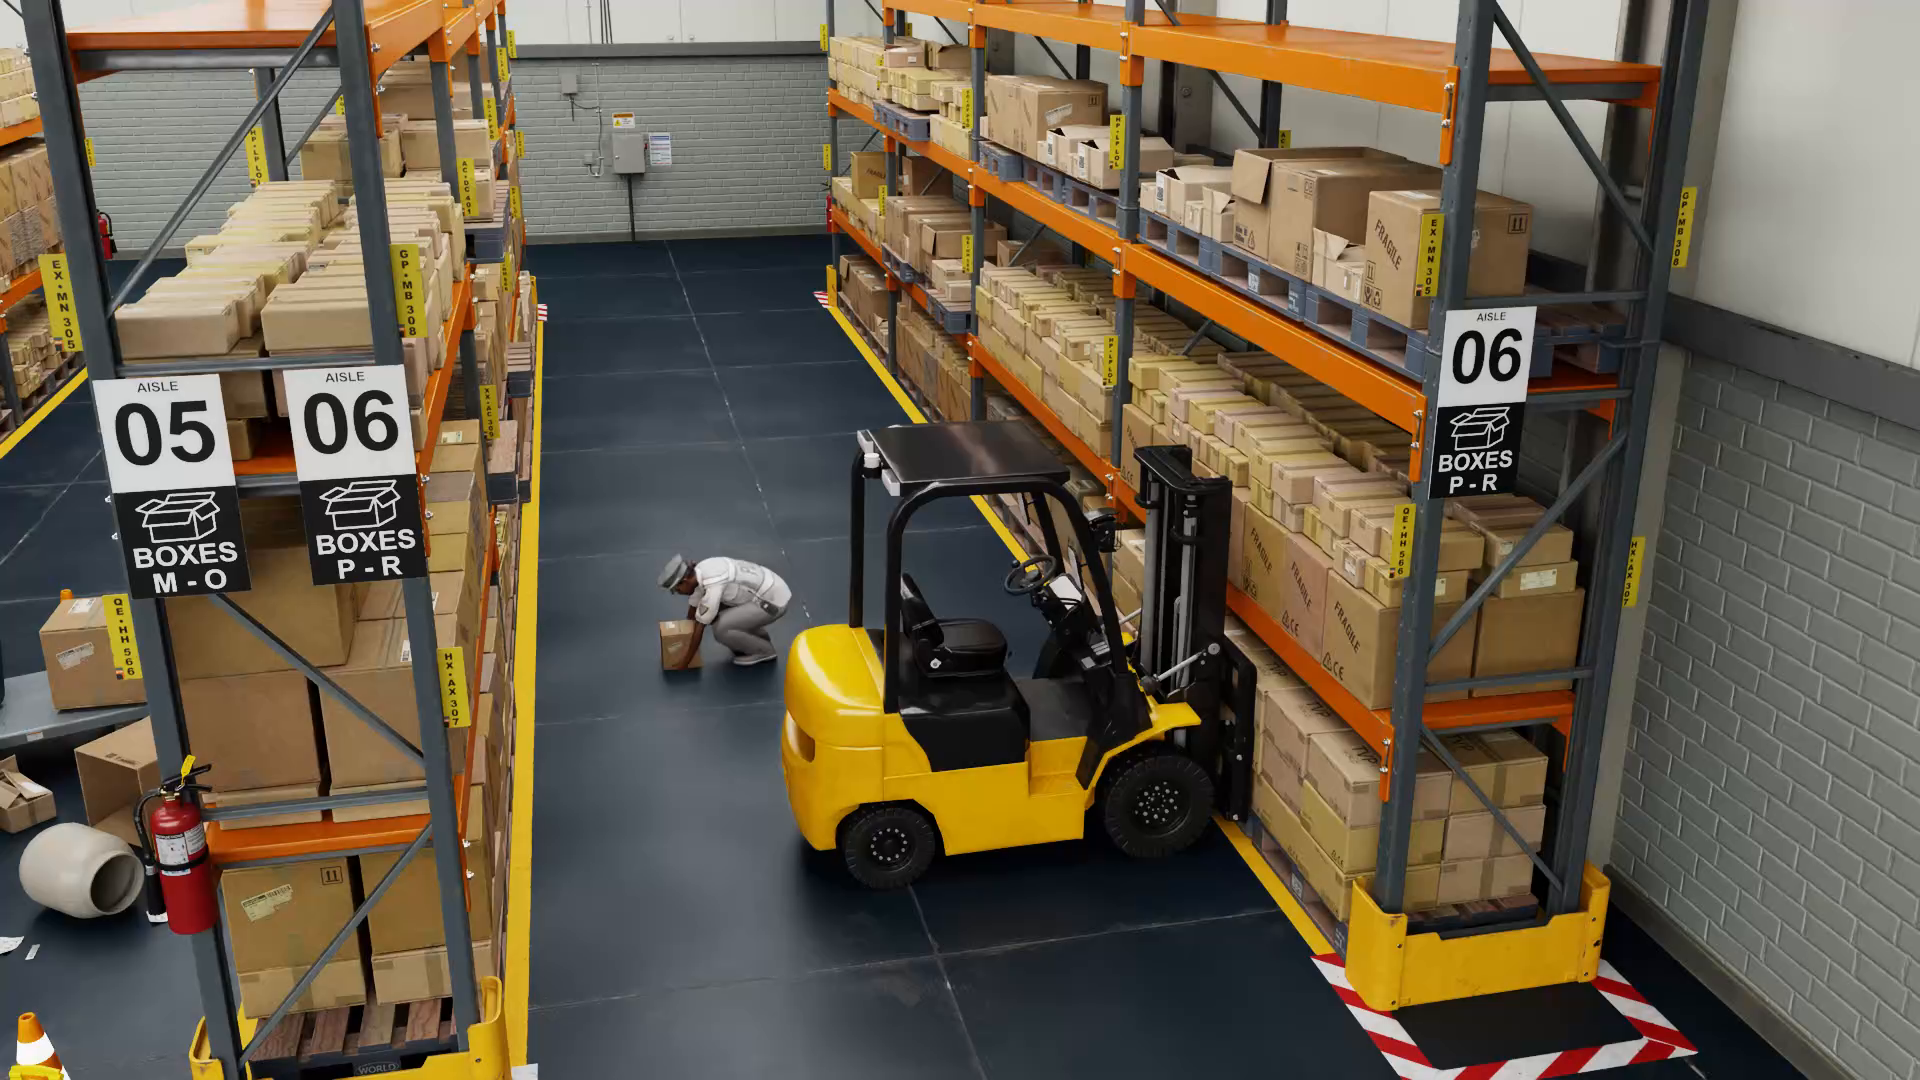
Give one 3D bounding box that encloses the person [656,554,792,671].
[{"bbox_3d":[-1.582,0.467,11.190,0.895,0.850,0.474,-5,20,-13],"label":"person"}]
